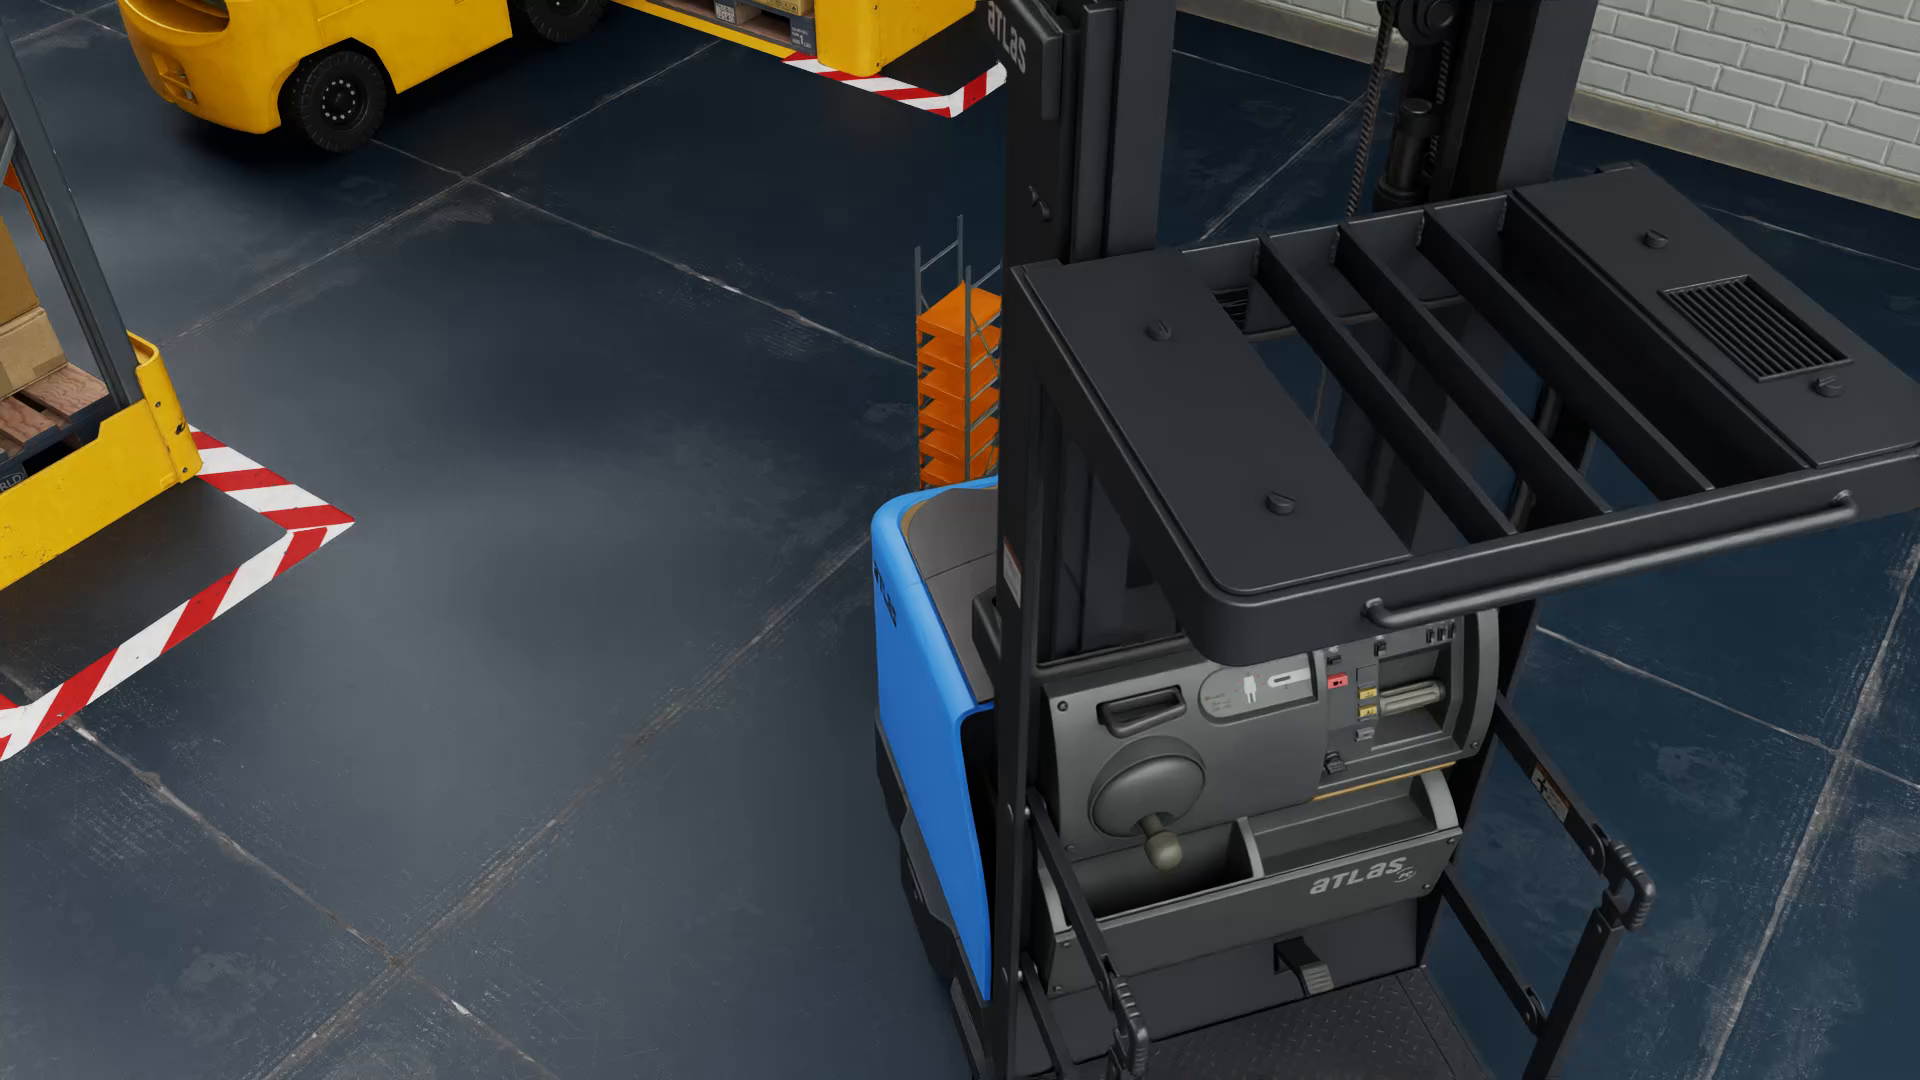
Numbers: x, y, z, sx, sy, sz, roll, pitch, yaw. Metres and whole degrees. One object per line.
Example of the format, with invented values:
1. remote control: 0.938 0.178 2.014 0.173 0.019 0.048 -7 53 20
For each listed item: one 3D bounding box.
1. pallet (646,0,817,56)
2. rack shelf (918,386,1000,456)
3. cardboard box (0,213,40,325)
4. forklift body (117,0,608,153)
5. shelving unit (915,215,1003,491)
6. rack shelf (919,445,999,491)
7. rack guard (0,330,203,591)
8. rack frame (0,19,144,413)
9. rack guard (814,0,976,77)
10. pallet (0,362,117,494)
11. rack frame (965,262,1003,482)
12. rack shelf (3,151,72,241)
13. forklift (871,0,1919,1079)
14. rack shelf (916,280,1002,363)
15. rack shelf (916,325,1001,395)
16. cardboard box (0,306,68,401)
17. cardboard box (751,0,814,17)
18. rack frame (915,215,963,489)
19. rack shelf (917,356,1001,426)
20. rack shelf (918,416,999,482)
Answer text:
1. pallet: -0.946 -3.050 9.000 1.213 0.211 1.003 25 48 25
2. rack shelf: 0.012 -0.408 5.373 0.180 0.103 0.258 25 48 25
3. cardboard box: -3.665 -0.988 5.789 0.500 0.500 0.500 24 47 24
4. forklift body: -2.896 -3.233 7.750 1.214 2.155 2.313 25 48 25
5. shelving unit: 0.012 -0.442 5.344 0.189 1.200 0.258 25 48 25
6. rack shelf: 0.012 -0.230 5.533 0.180 0.103 0.258 25 48 25
7. rack guard: -3.205 -0.205 5.604 0.348 0.500 1.175 25 48 25
8. rack frame: -3.143 -1.108 4.738 0.127 3.000 1.000 25 48 25
9. rack guard: -0.277 -2.878 8.592 0.348 0.500 1.175 25 48 25
10. pallet: -3.850 -0.428 6.070 1.213 0.211 1.003 25 48 25
11. rack frame: 0.087 -0.407 5.305 0.006 1.200 0.240 25 48 25
12. rack shelf: -4.781 -1.605 5.834 4.000 0.370 1.077 25 48 25
13. forklift: 0.682 0.446 3.053 1.130 2.935 3.031 -12 43 -13
14. rack shelf: 0.012 -0.677 5.133 0.180 0.103 0.258 25 48 25
15. rack shelf: 0.012 -0.587 5.213 0.180 0.103 0.258 25 48 25
16. cardboard box: -3.645 -0.699 6.029 0.500 0.250 0.500 25 47 25
17. cardboard box: -0.862 -2.958 8.554 0.500 0.250 0.500 25 48 26
18. rack frame: -0.063 -0.477 5.383 0.006 1.200 0.240 25 48 25
19. rack shelf: 0.012 -0.498 5.293 0.180 0.103 0.258 25 48 25
20. rack shelf: 0.012 -0.319 5.453 0.180 0.103 0.258 25 48 25
